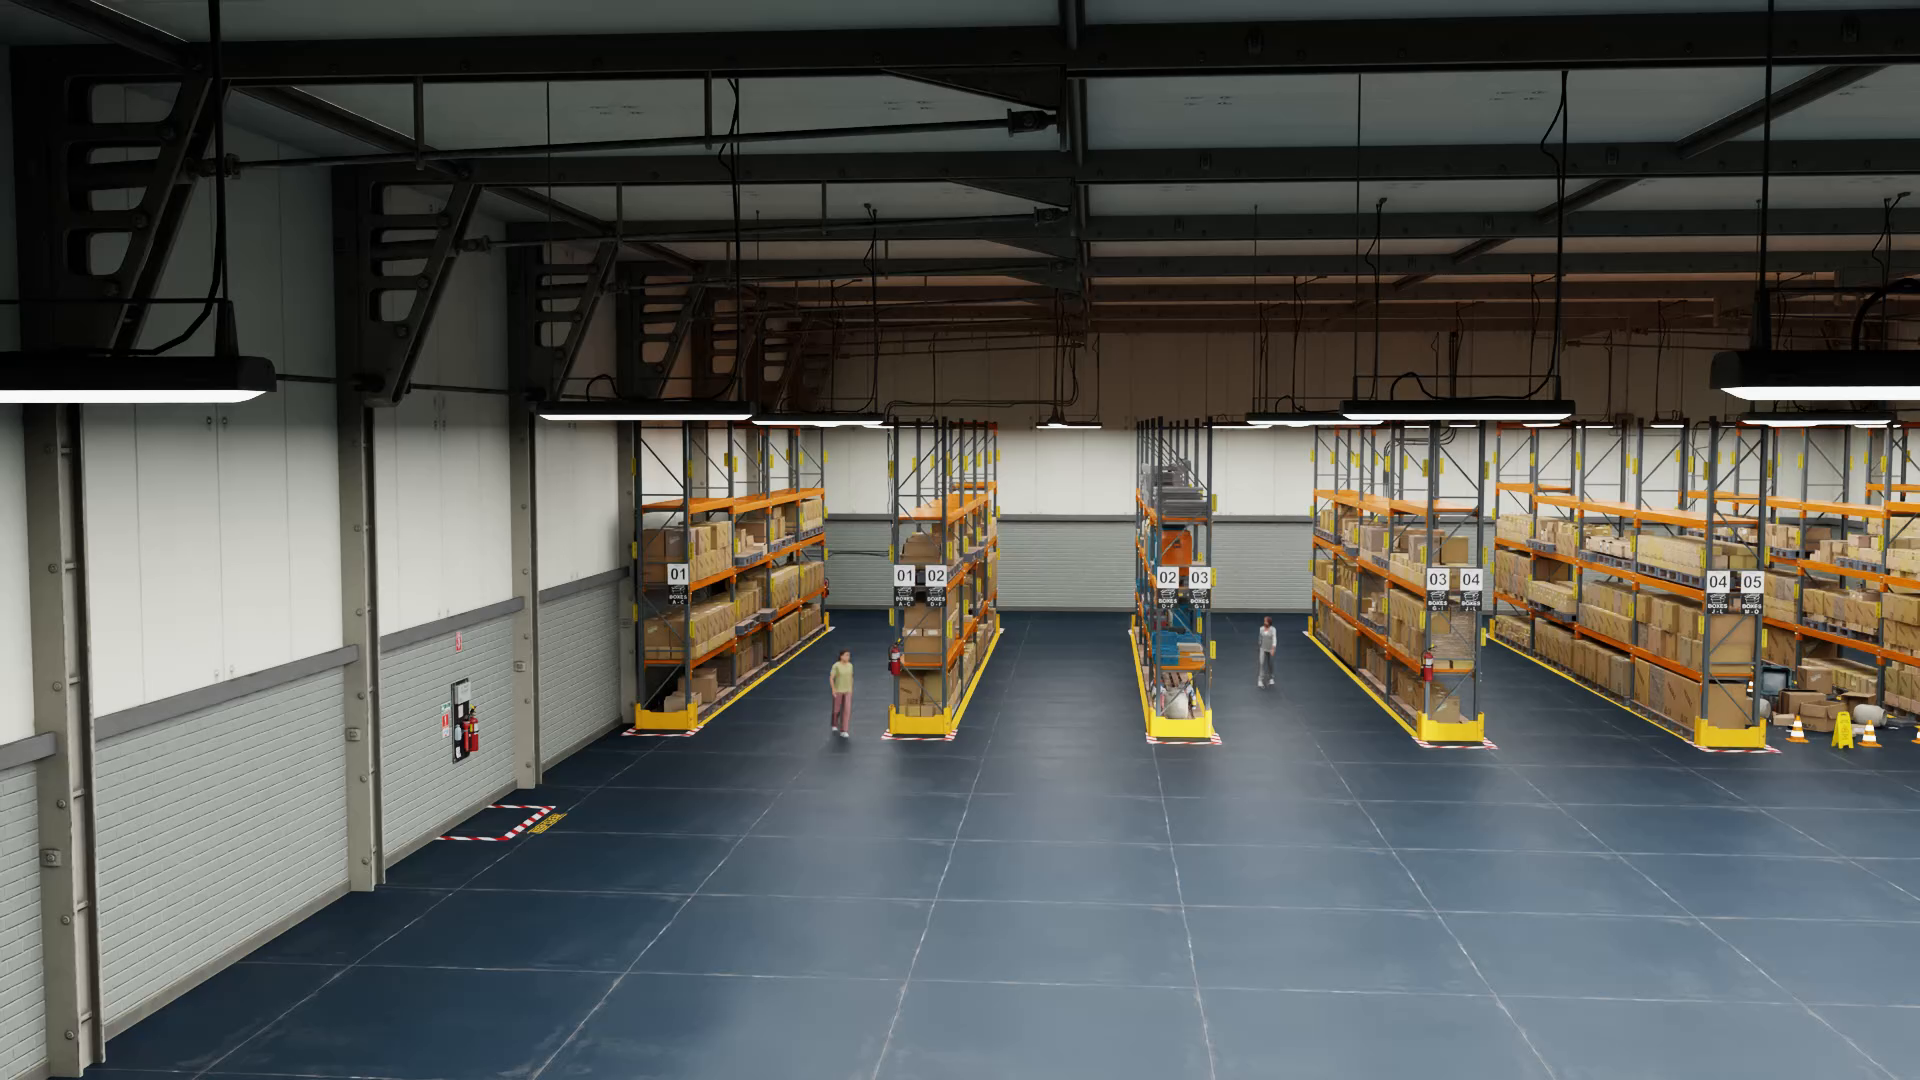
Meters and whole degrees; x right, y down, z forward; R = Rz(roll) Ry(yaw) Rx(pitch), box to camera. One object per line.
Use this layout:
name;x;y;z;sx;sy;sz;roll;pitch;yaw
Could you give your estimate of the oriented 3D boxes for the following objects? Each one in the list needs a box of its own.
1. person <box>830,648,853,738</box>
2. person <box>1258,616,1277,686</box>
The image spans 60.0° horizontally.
person;-2.192;2.859;31.261;0.518;1.624;0.864;-2;4;-24
person;6.882;2.490;37.282;0.428;1.554;0.898;1;4;22
